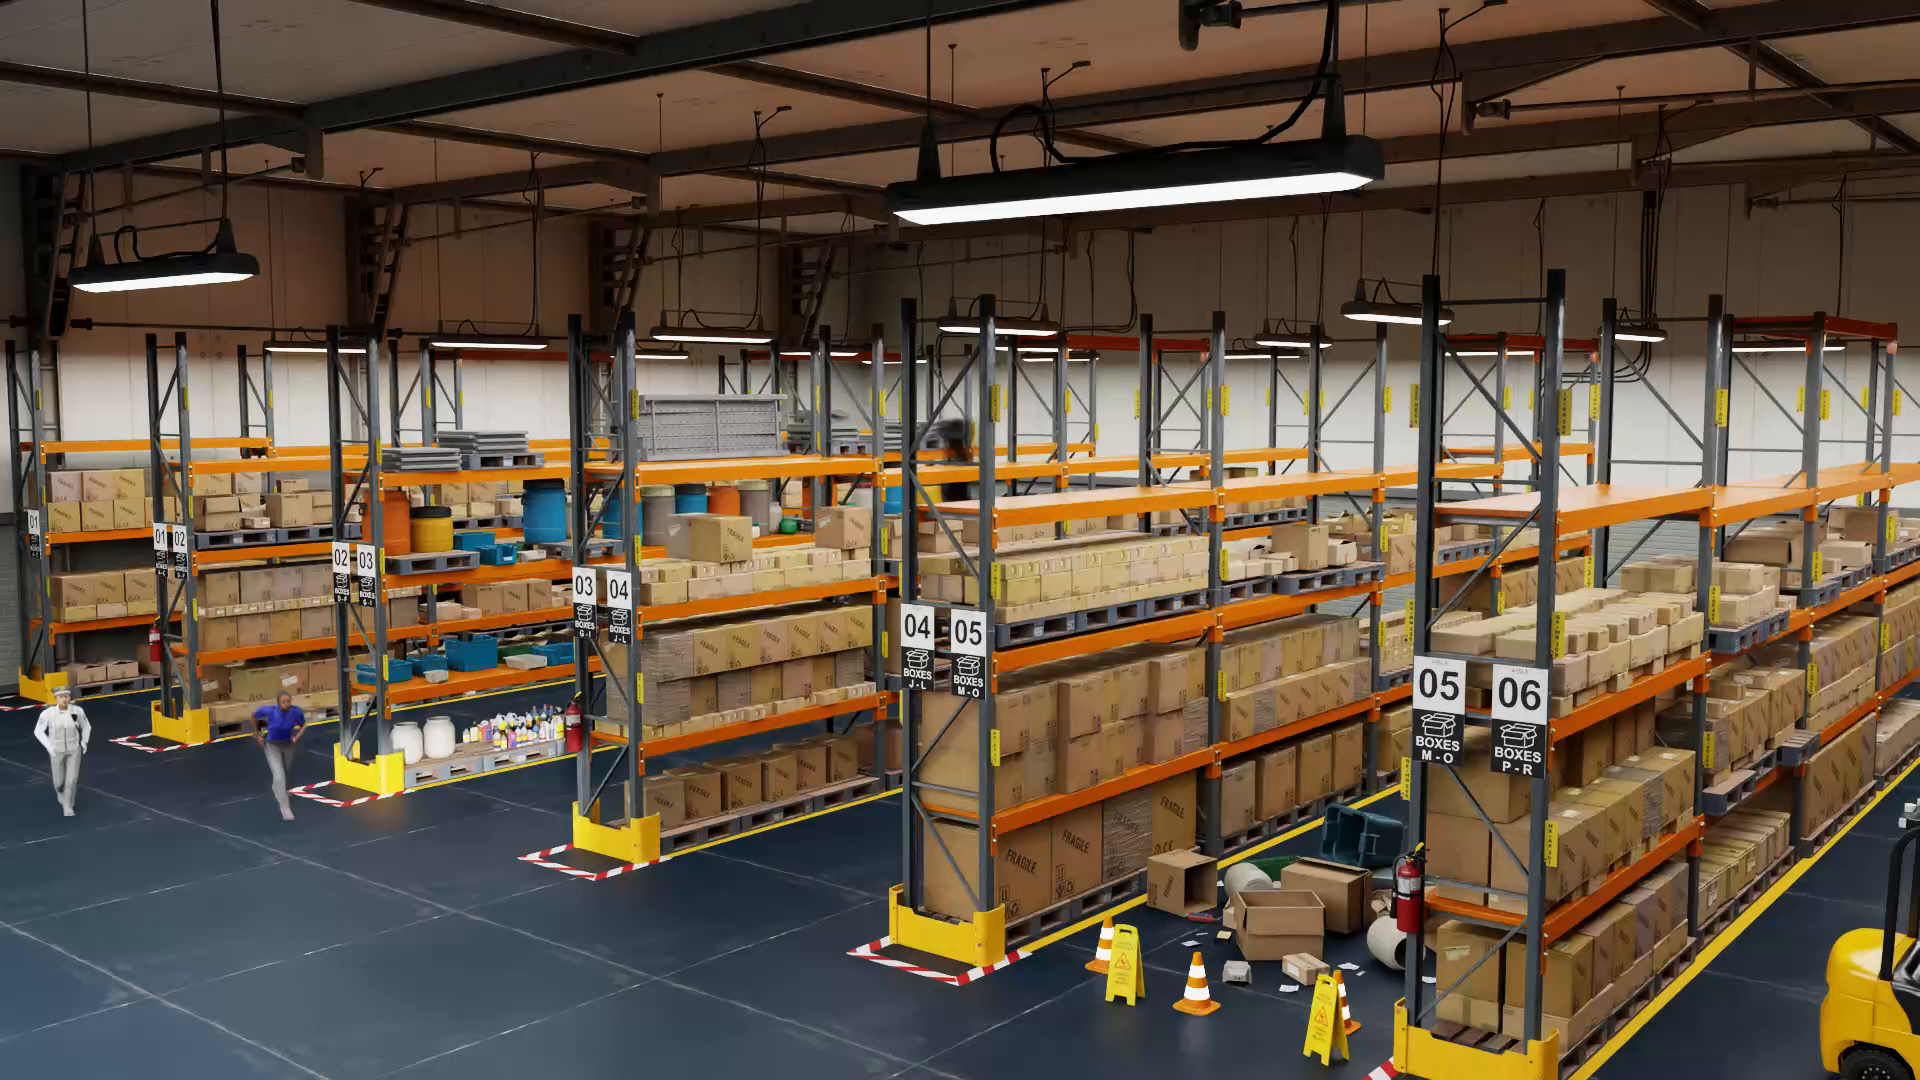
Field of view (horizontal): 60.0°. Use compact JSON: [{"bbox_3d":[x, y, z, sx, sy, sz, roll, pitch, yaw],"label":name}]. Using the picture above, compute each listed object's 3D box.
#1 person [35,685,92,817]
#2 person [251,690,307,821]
[{"bbox_3d":[-10.921,2.541,20.270,0.615,1.629,0.589,-3,6,-31],"label":"person"},{"bbox_3d":[-8.335,2.579,20.341,0.620,1.619,0.965,-3,6,-30],"label":"person"}]
